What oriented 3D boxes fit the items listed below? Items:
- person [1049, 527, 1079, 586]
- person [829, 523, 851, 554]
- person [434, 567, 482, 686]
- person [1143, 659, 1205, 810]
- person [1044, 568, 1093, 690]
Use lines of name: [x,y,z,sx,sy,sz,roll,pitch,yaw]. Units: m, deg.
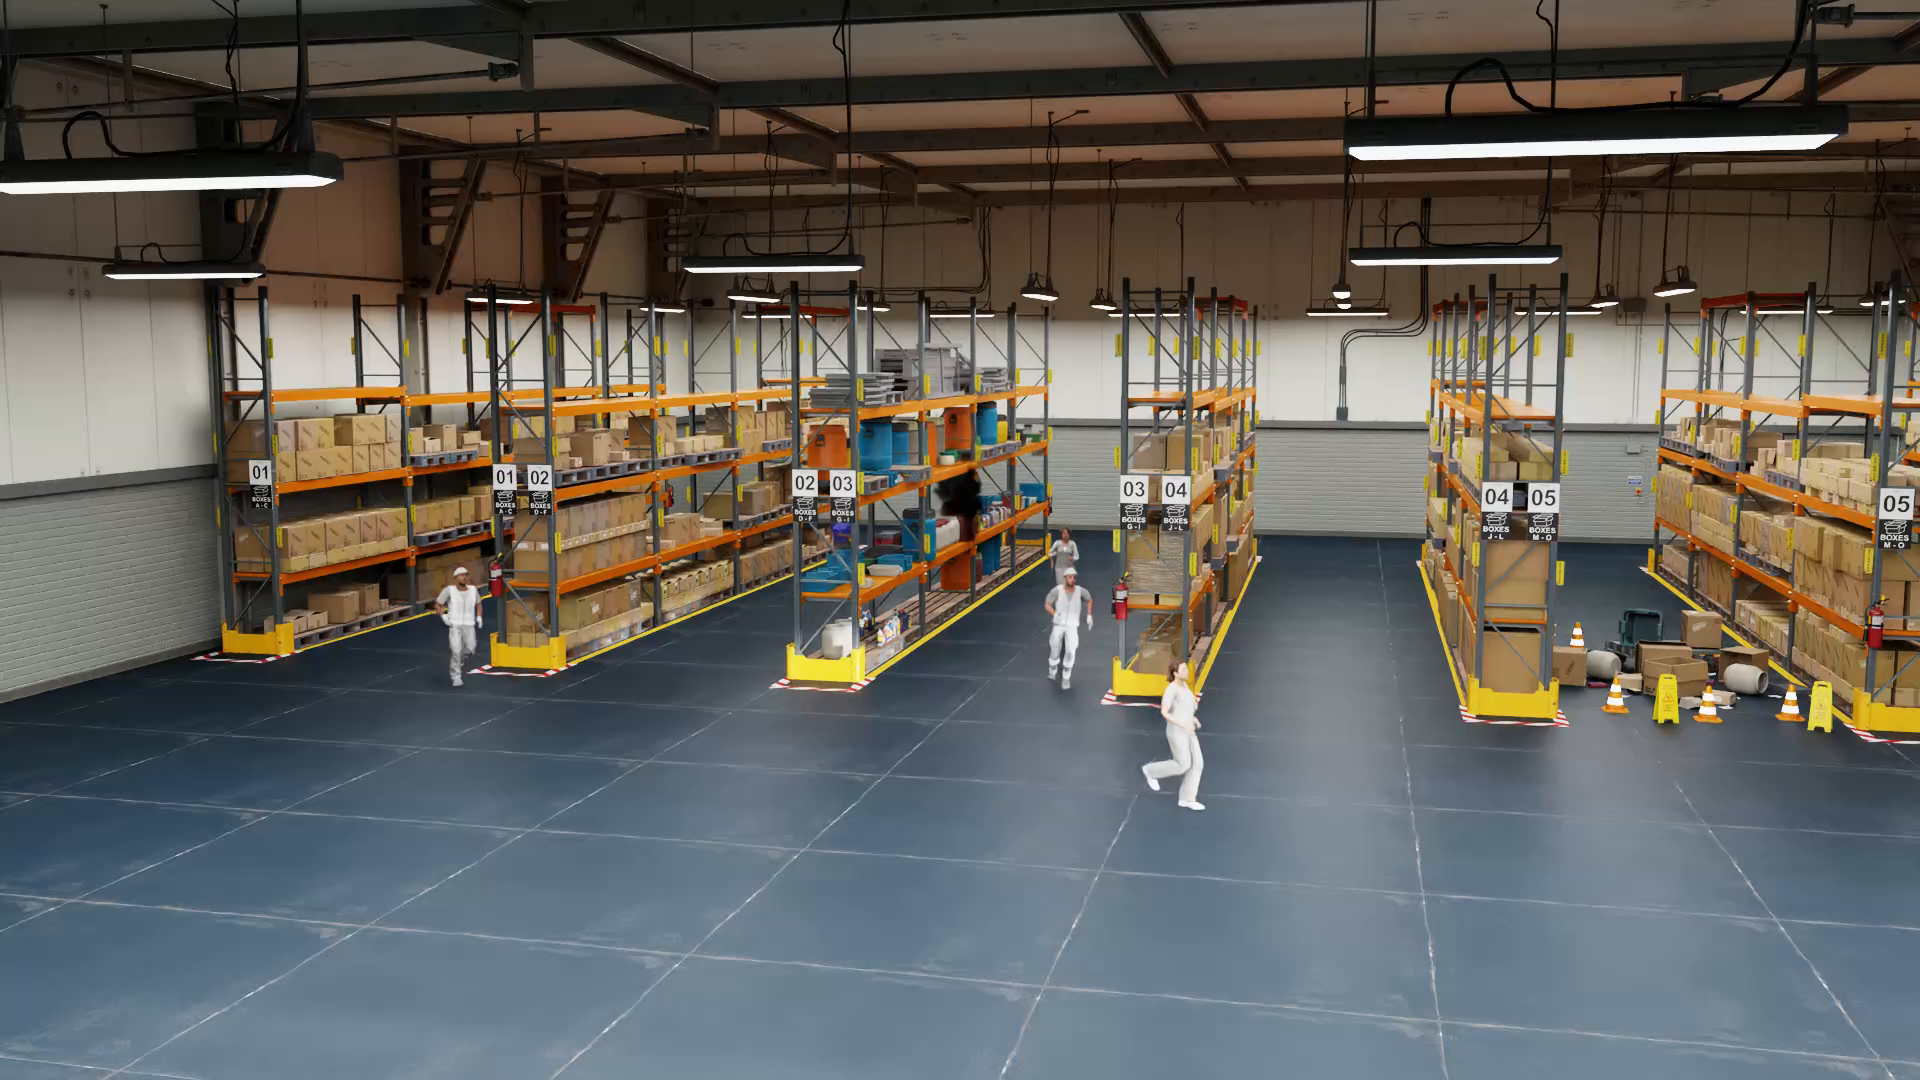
person: [1.842,0.586,29.369,0.503,1.615,0.677,-1,7,-5]
person: [-2.288,0.222,32.105,0.549,1.765,0.719,1,7,7]
person: [-7.491,1.287,24.952,0.717,1.748,0.535,-4,8,-32]
person: [2.375,2.109,18.241,0.731,1.641,0.565,5,8,35]
person: [1.609,1.308,24.673,0.723,1.830,0.692,0,7,2]
